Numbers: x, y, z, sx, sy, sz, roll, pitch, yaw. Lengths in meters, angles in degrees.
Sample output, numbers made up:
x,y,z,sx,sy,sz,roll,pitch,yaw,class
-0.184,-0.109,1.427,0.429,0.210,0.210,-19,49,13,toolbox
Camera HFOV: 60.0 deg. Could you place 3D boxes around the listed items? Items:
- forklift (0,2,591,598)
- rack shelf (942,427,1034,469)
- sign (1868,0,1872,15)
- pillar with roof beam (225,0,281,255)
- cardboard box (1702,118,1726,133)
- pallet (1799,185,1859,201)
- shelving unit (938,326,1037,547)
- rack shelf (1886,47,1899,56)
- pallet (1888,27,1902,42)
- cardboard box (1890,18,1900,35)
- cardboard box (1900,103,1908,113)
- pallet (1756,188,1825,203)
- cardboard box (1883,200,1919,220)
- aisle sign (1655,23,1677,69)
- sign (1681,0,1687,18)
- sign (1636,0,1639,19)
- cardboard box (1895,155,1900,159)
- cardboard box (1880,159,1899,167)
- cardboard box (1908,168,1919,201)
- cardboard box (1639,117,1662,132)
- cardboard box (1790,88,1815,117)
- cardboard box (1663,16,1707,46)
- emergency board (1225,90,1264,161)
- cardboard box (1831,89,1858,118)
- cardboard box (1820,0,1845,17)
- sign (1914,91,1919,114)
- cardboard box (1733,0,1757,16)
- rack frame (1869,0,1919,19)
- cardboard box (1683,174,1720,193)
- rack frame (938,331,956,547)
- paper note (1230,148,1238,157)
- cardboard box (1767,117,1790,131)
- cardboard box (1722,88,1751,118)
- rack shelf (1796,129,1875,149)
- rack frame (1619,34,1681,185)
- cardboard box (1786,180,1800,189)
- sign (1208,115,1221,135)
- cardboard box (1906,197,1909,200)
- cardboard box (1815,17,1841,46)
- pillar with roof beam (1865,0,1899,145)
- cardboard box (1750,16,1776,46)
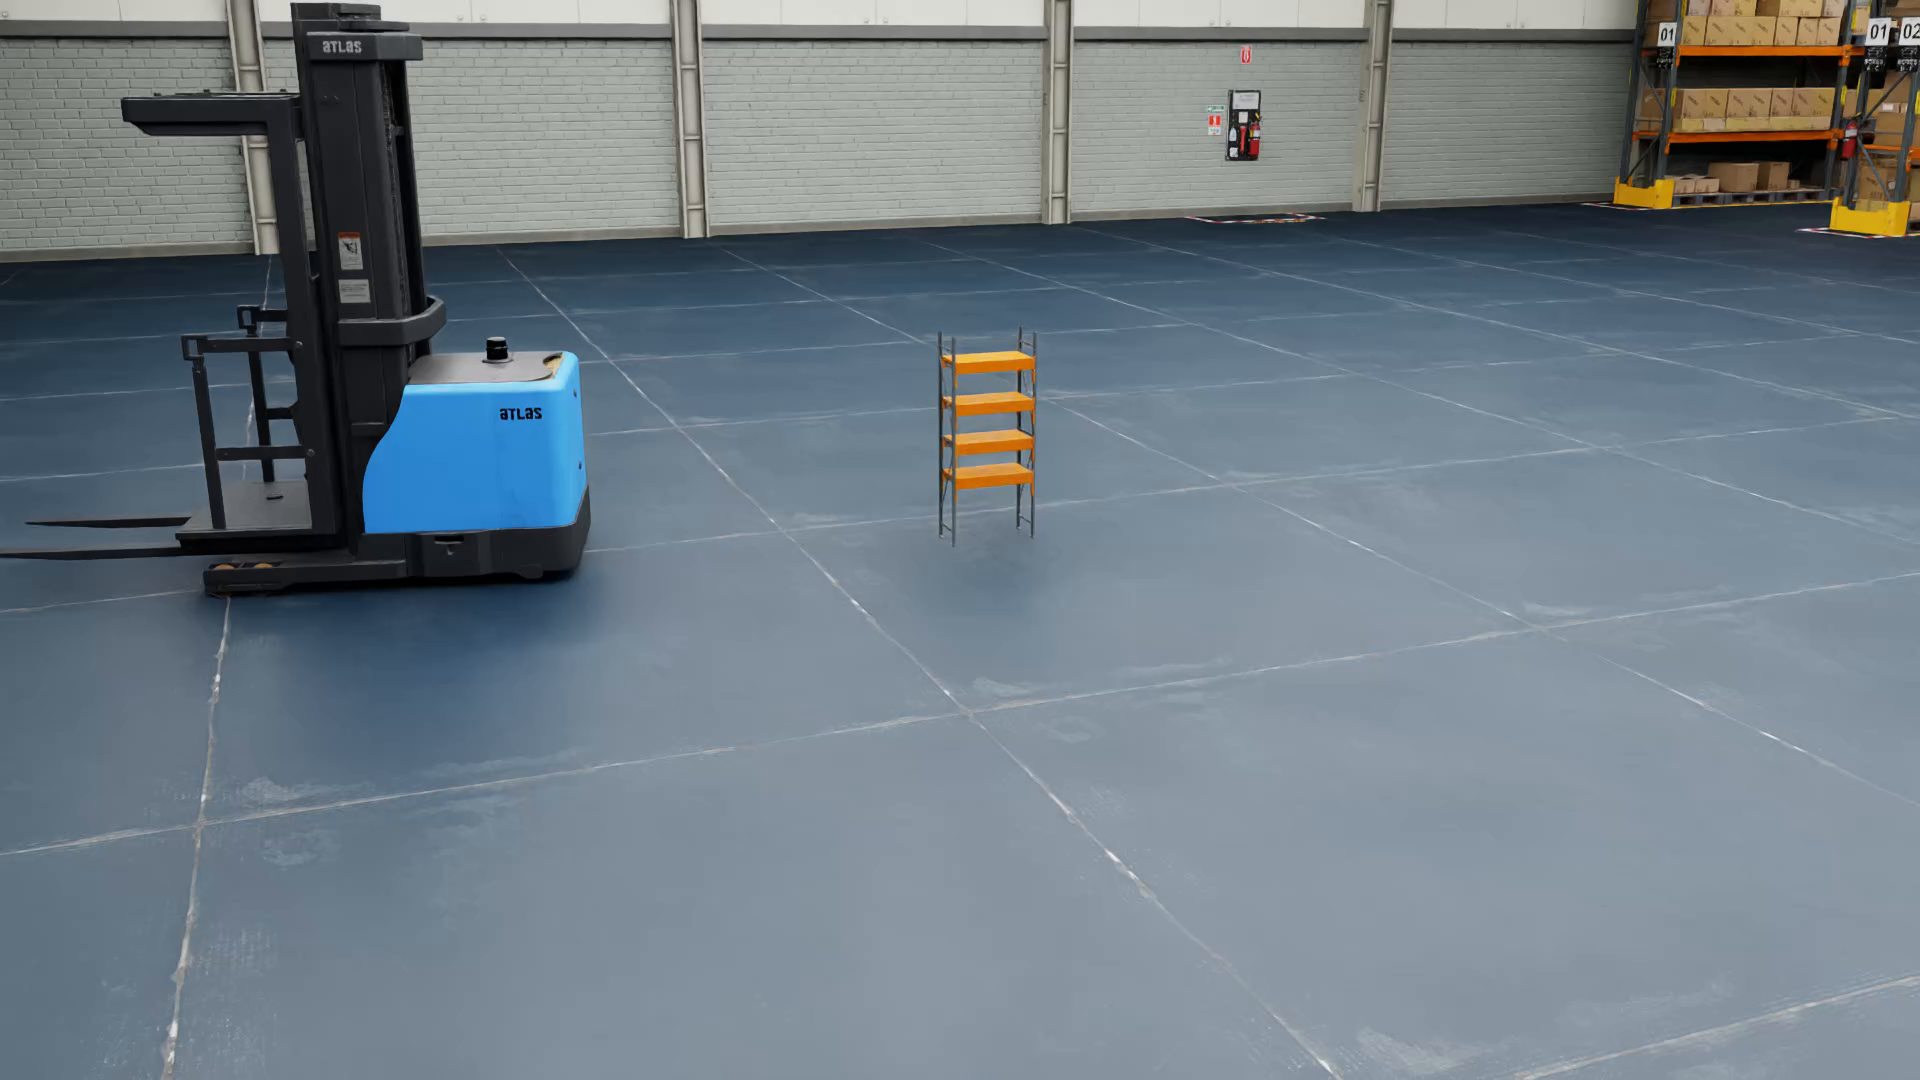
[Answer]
x,y,z,sx,sy,sz,roll,pitch,yaw,class
-3.597,-1.268,8.713,3.031,2.935,1.130,-2,17,-7,forklift
0.155,-0.528,9.505,0.480,0.148,0.258,-6,17,-20,rack shelf
14.029,-8.236,25.566,0.005,0.325,0.100,-6,17,-20,sign
-8.093,-7.193,18.121,0.400,9.000,9.100,-6,17,-20,pillar with roof beam
13.483,-7.528,30.141,0.500,0.250,0.500,-7,18,-22,cardboard box
16.895,-6.713,32.083,1.213,0.211,1.003,-6,17,-20,pallet
0.155,-0.592,9.486,0.503,1.200,0.258,-6,17,-20,shelving unit
16.077,-7.561,25.976,4.000,0.370,1.077,-6,17,-20,rack shelf
14.879,-7.727,25.420,1.213,0.211,1.003,-6,17,-20,pallet
17.283,-9.666,31.280,0.500,0.311,0.500,-6,17,-18,cardboard box
14.653,-6.608,25.447,0.250,0.149,0.380,-6,18,-20,cardboard box
15.554,-6.557,31.552,1.213,0.211,1.003,-6,17,-20,pallet
14.790,-5.143,25.924,0.500,0.250,0.500,-6,17,-20,cardboard box
12.474,-8.730,29.388,0.004,0.787,0.394,-6,17,-20,aisle sign
12.628,-9.284,29.016,0.005,0.325,0.100,-6,17,-20,sign
12.254,-9.581,30.005,0.005,0.325,0.100,-6,17,-20,sign
18.217,-7.566,32.365,0.500,0.250,0.500,-6,17,-20,cardboard box
17.806,-7.168,32.341,0.500,0.500,0.700,-6,17,-19,cardboard box
15.256,-5.554,25.992,0.500,0.500,0.500,-6,17,-20,cardboard box
12.801,-7.604,30.401,0.500,0.250,0.500,-6,17,-19,cardboard box
15.374,-8.088,30.718,0.500,0.500,0.500,-6,17,-20,cardboard box
12.836,-9.033,29.499,0.500,0.500,0.500,-6,17,-19,cardboard box
4.854,-7.023,28.189,0.643,1.169,0.194,-6,17,-20,emergency board
16.656,-8.273,31.490,0.500,0.500,0.700,-6,17,-20,cardboard box
15.798,-9.827,30.426,0.500,0.500,0.500,-8,18,-25,cardboard box
14.403,-6.572,24.979,0.005,0.325,0.100,-6,17,-20,sign
13.841,-9.612,29.695,0.500,0.500,0.500,-6,17,-19,cardboard box
14.210,-9.144,24.766,0.127,3.000,1.000,-6,17,-20,rack frame
13.644,-6.593,30.718,0.500,0.311,0.500,-5,17,-15,cardboard box
-0.073,-0.568,9.402,0.015,1.200,0.240,-6,17,-20,rack frame
4.664,-6.600,28.314,0.142,0.148,0.016,-6,17,-20,paper note
14.903,-7.679,30.655,0.500,0.250,0.500,-6,17,-20,cardboard box
13.937,-7.933,30.188,0.500,0.500,0.500,-7,18,-22,cardboard box
18.037,-7.828,32.209,4.000,0.370,1.077,-6,17,-20,rack shelf
12.434,-7.569,30.048,0.127,3.000,1.000,-6,17,-20,rack frame
15.680,-6.762,31.548,0.250,0.166,0.380,-9,18,-27,cardboard box
4.301,-7.011,28.087,0.234,0.329,0.001,-6,17,-20,sign
15.067,-5.333,26.571,0.500,0.250,0.500,-6,17,-20,cardboard box
15.783,-9.352,30.586,0.500,0.500,0.500,-6,17,-19,cardboard box
19.921,-10.217,28.421,0.400,9.000,9.100,-6,17,-20,pillar with roof beam
14.326,-9.191,30.037,0.500,0.500,0.500,-5,17,-17,cardboard box
